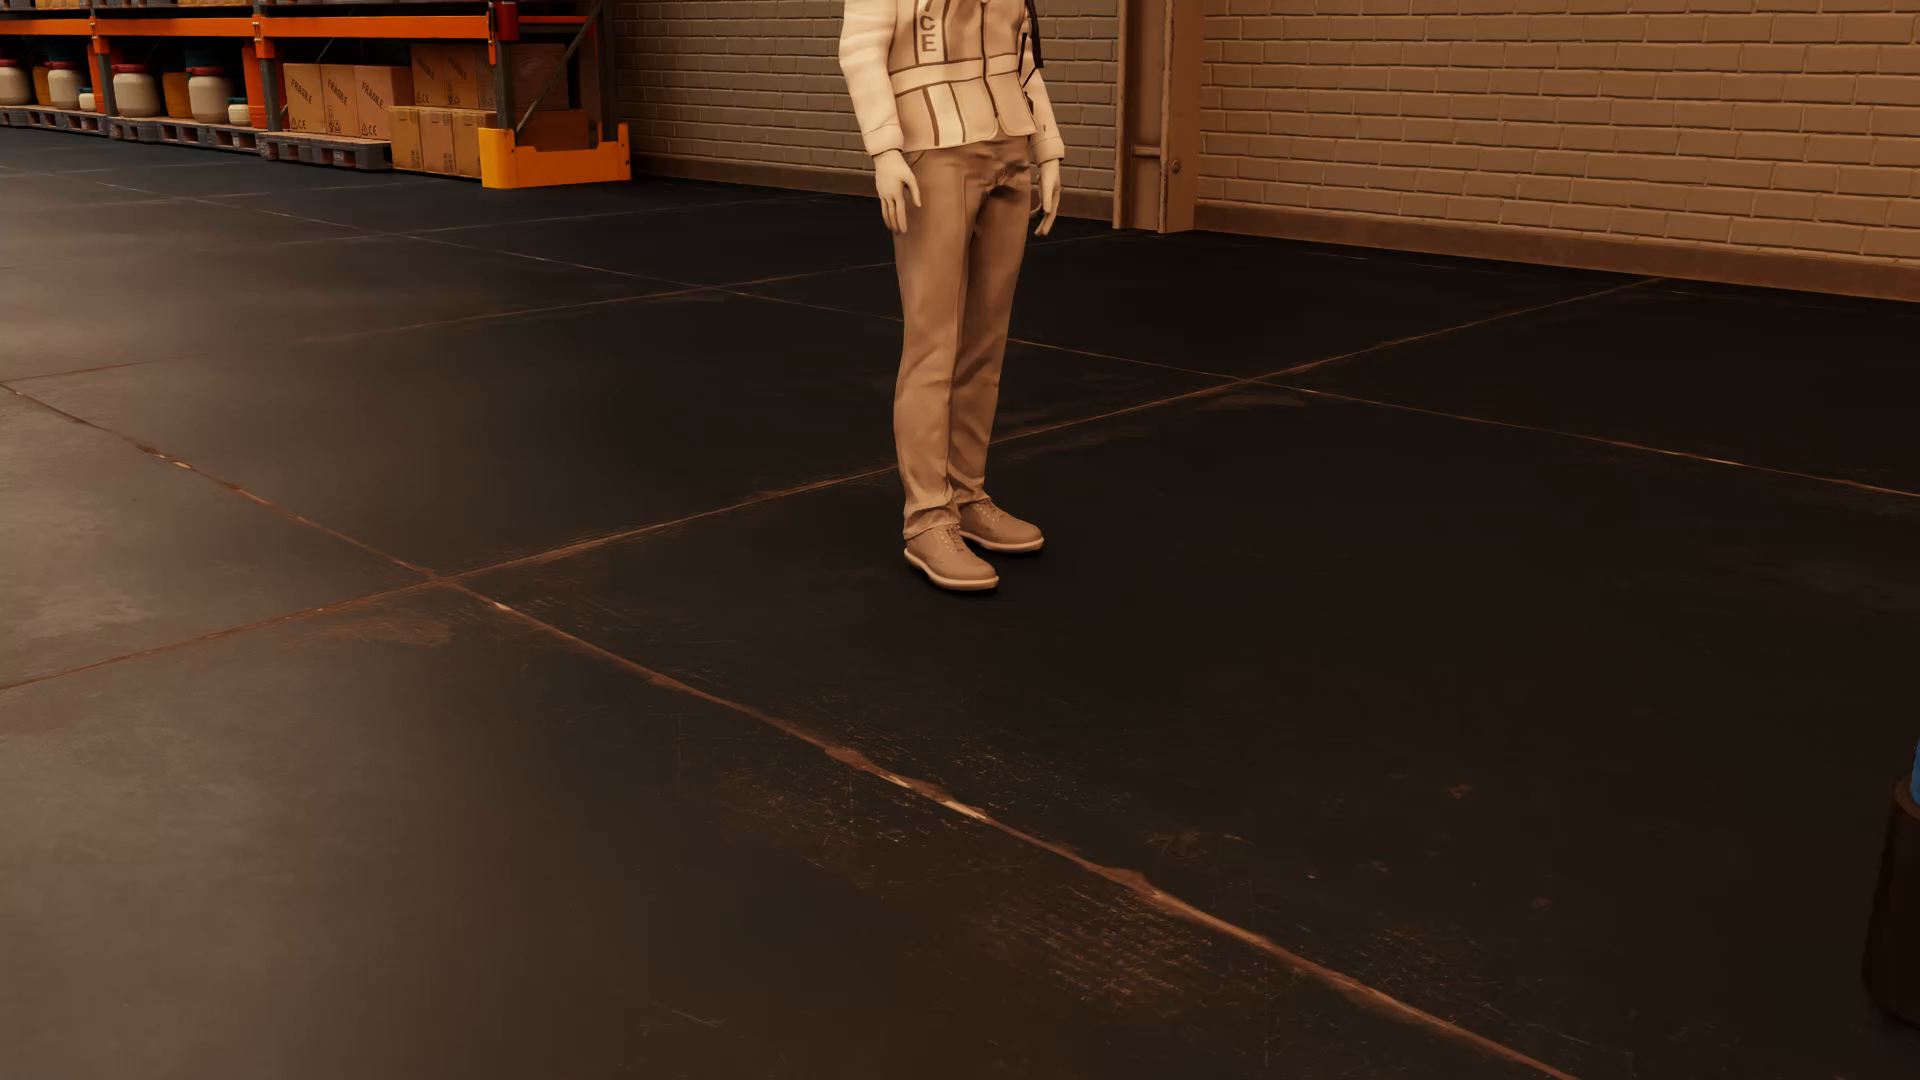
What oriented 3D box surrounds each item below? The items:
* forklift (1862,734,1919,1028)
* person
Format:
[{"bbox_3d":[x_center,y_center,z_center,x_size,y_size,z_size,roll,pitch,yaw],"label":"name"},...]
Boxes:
[{"bbox_3d":[2.414,-0.573,0.779,1.130,2.935,3.031,-15,22,-40],"label":"forklift"},{"bbox_3d":[0.044,-0.801,3.592,0.530,1.694,0.586,16,23,42],"label":"person"}]
